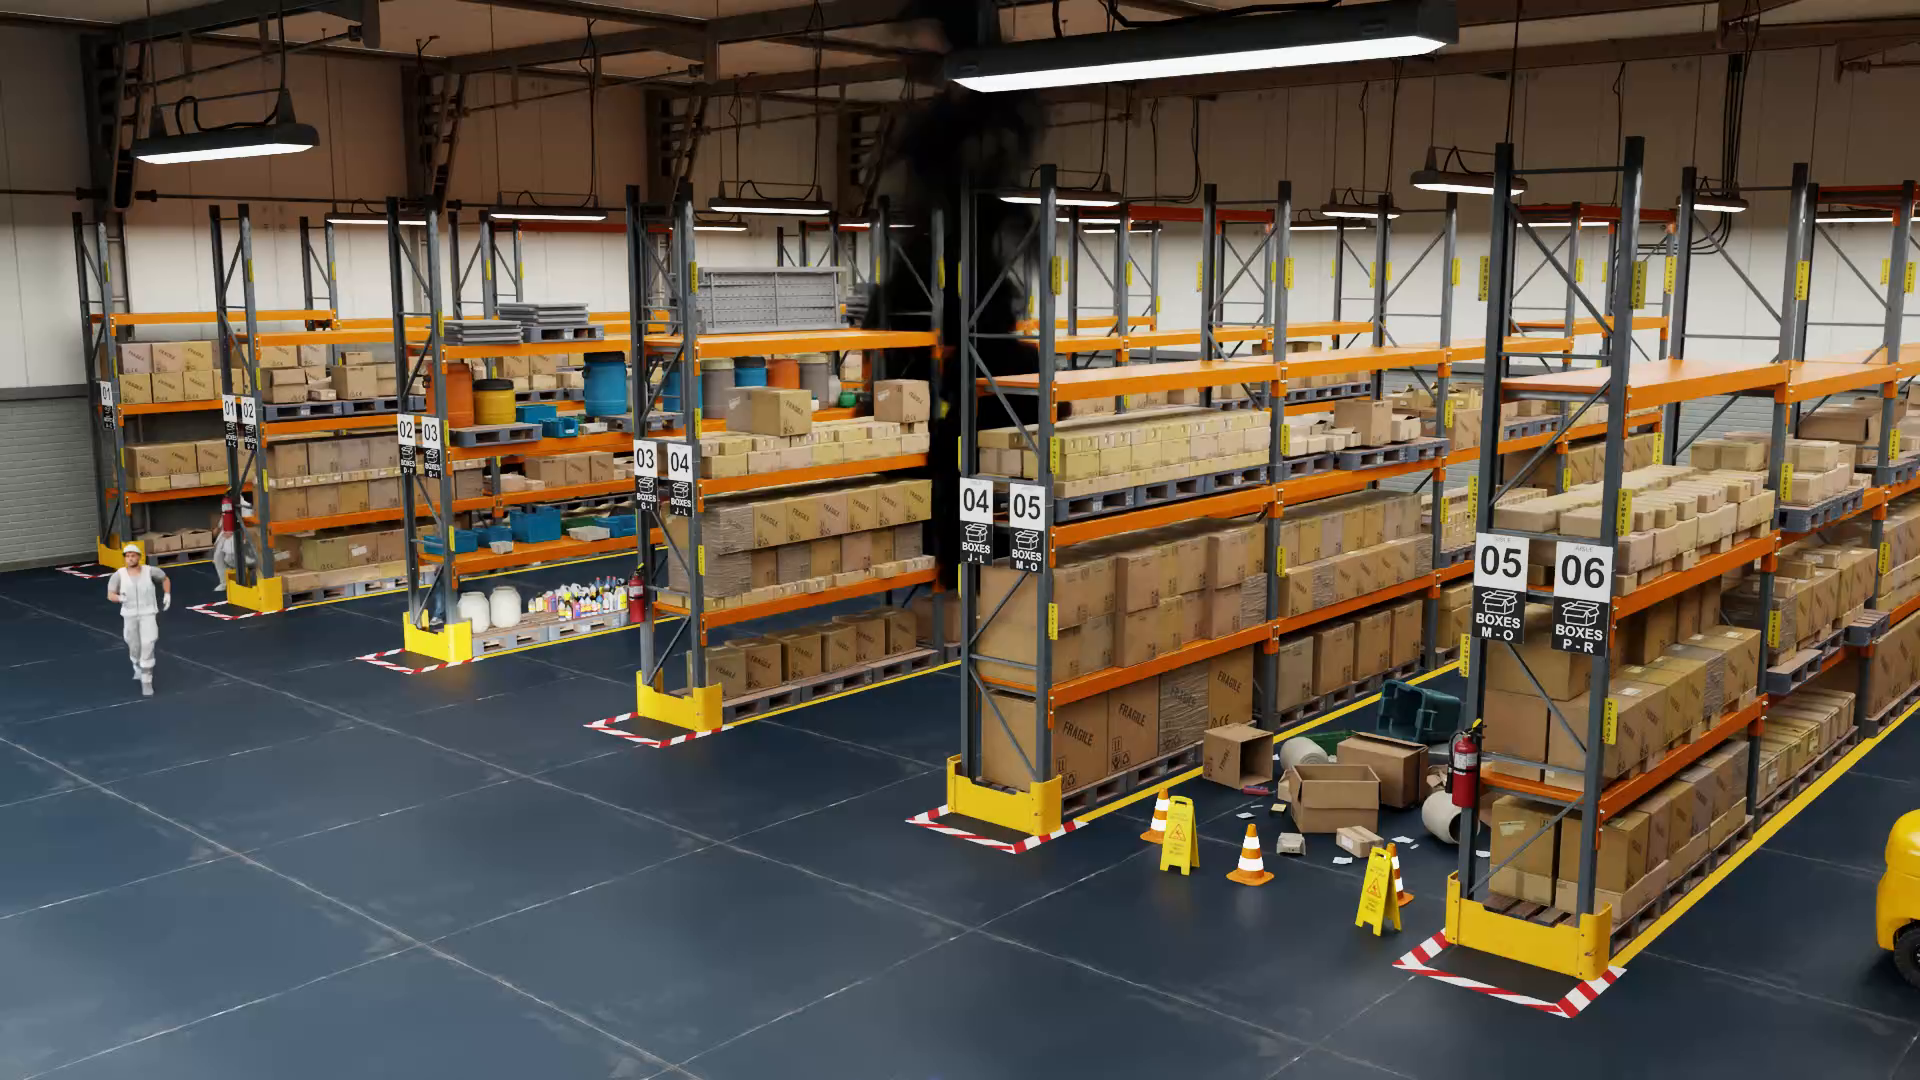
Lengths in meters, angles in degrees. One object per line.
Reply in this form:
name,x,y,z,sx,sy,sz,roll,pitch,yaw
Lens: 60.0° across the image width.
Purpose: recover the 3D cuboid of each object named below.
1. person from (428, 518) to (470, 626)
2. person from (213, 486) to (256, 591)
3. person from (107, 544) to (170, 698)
person,-7.377,0.403,24.007,0.545,1.575,0.864,5,11,28
person,-11.540,-0.008,26.552,0.756,1.669,0.740,6,11,33
person,-9.977,0.951,20.230,0.669,1.812,0.893,-3,10,-19
